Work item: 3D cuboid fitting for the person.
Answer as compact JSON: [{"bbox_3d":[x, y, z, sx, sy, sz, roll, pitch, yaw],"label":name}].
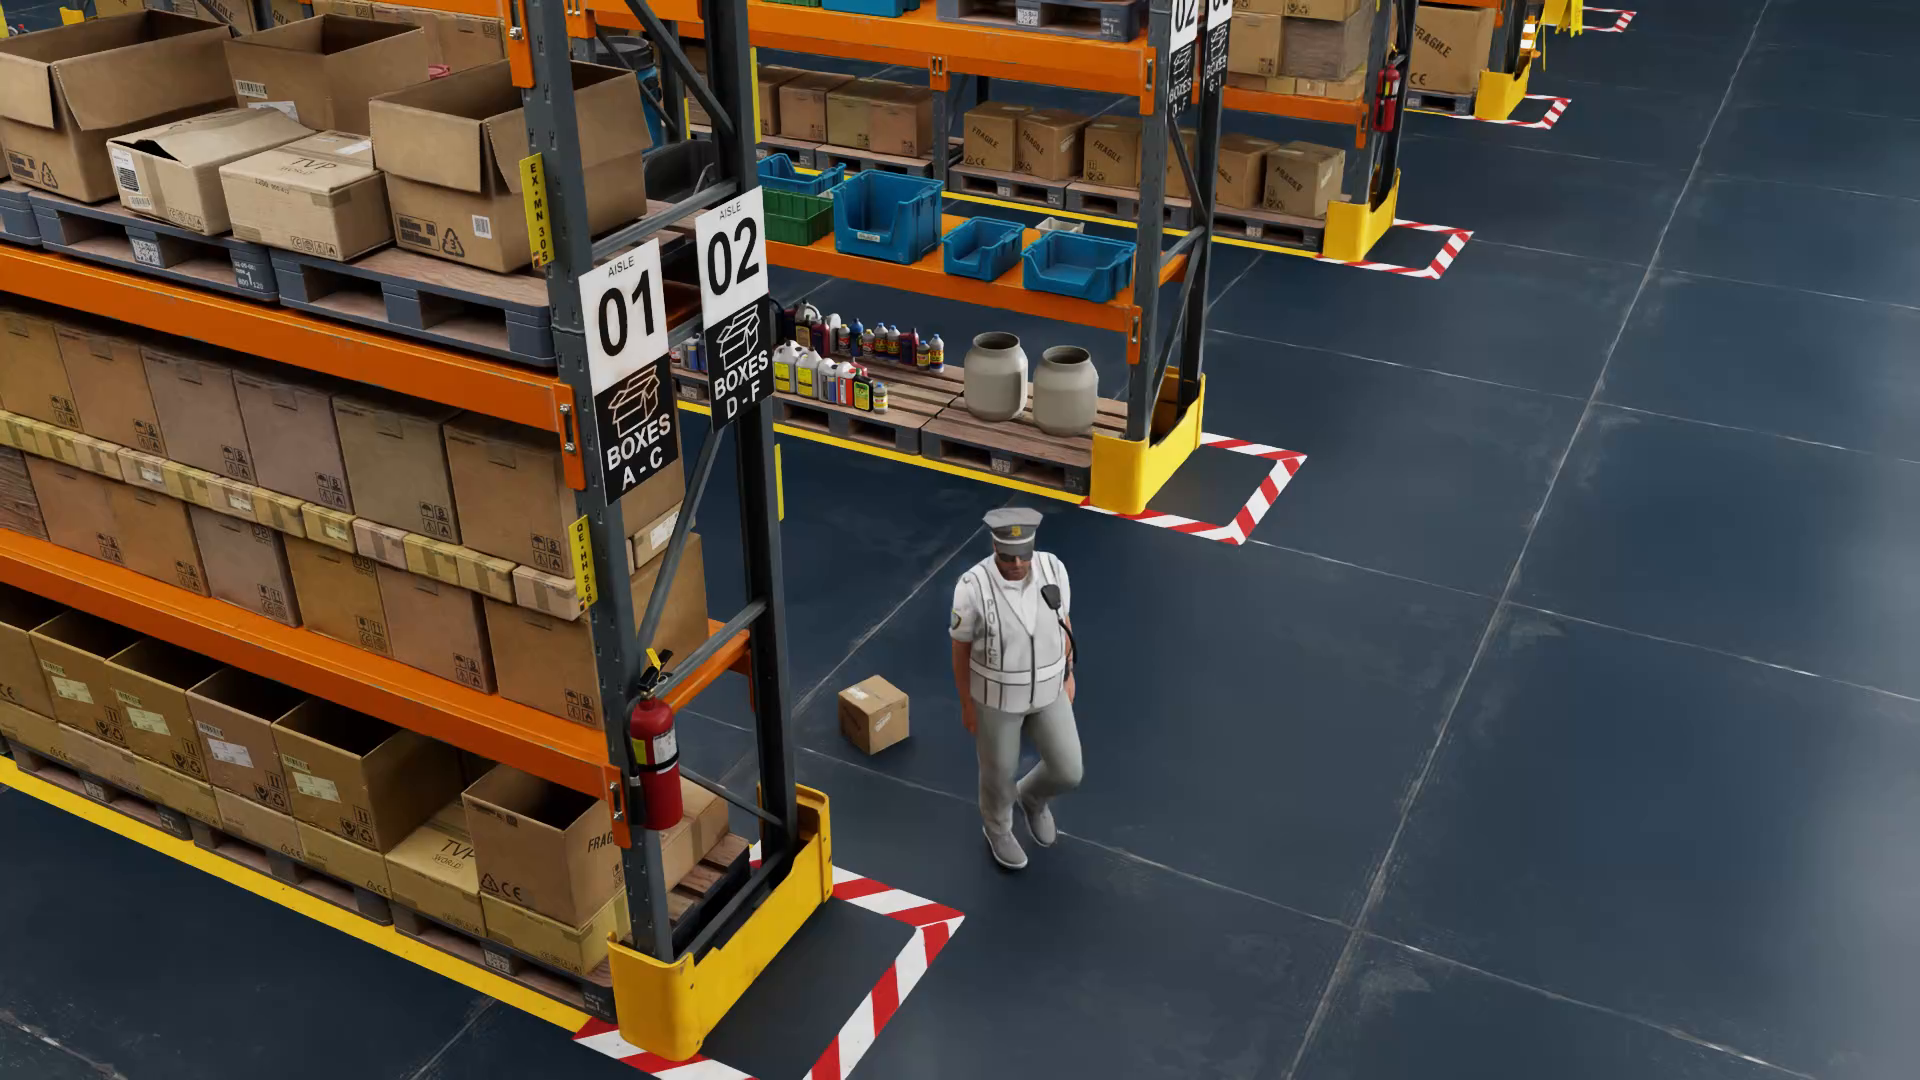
[{"bbox_3d":[0.259,0.670,7.101,0.575,1.785,0.452,-10,31,-17],"label":"person"}]
